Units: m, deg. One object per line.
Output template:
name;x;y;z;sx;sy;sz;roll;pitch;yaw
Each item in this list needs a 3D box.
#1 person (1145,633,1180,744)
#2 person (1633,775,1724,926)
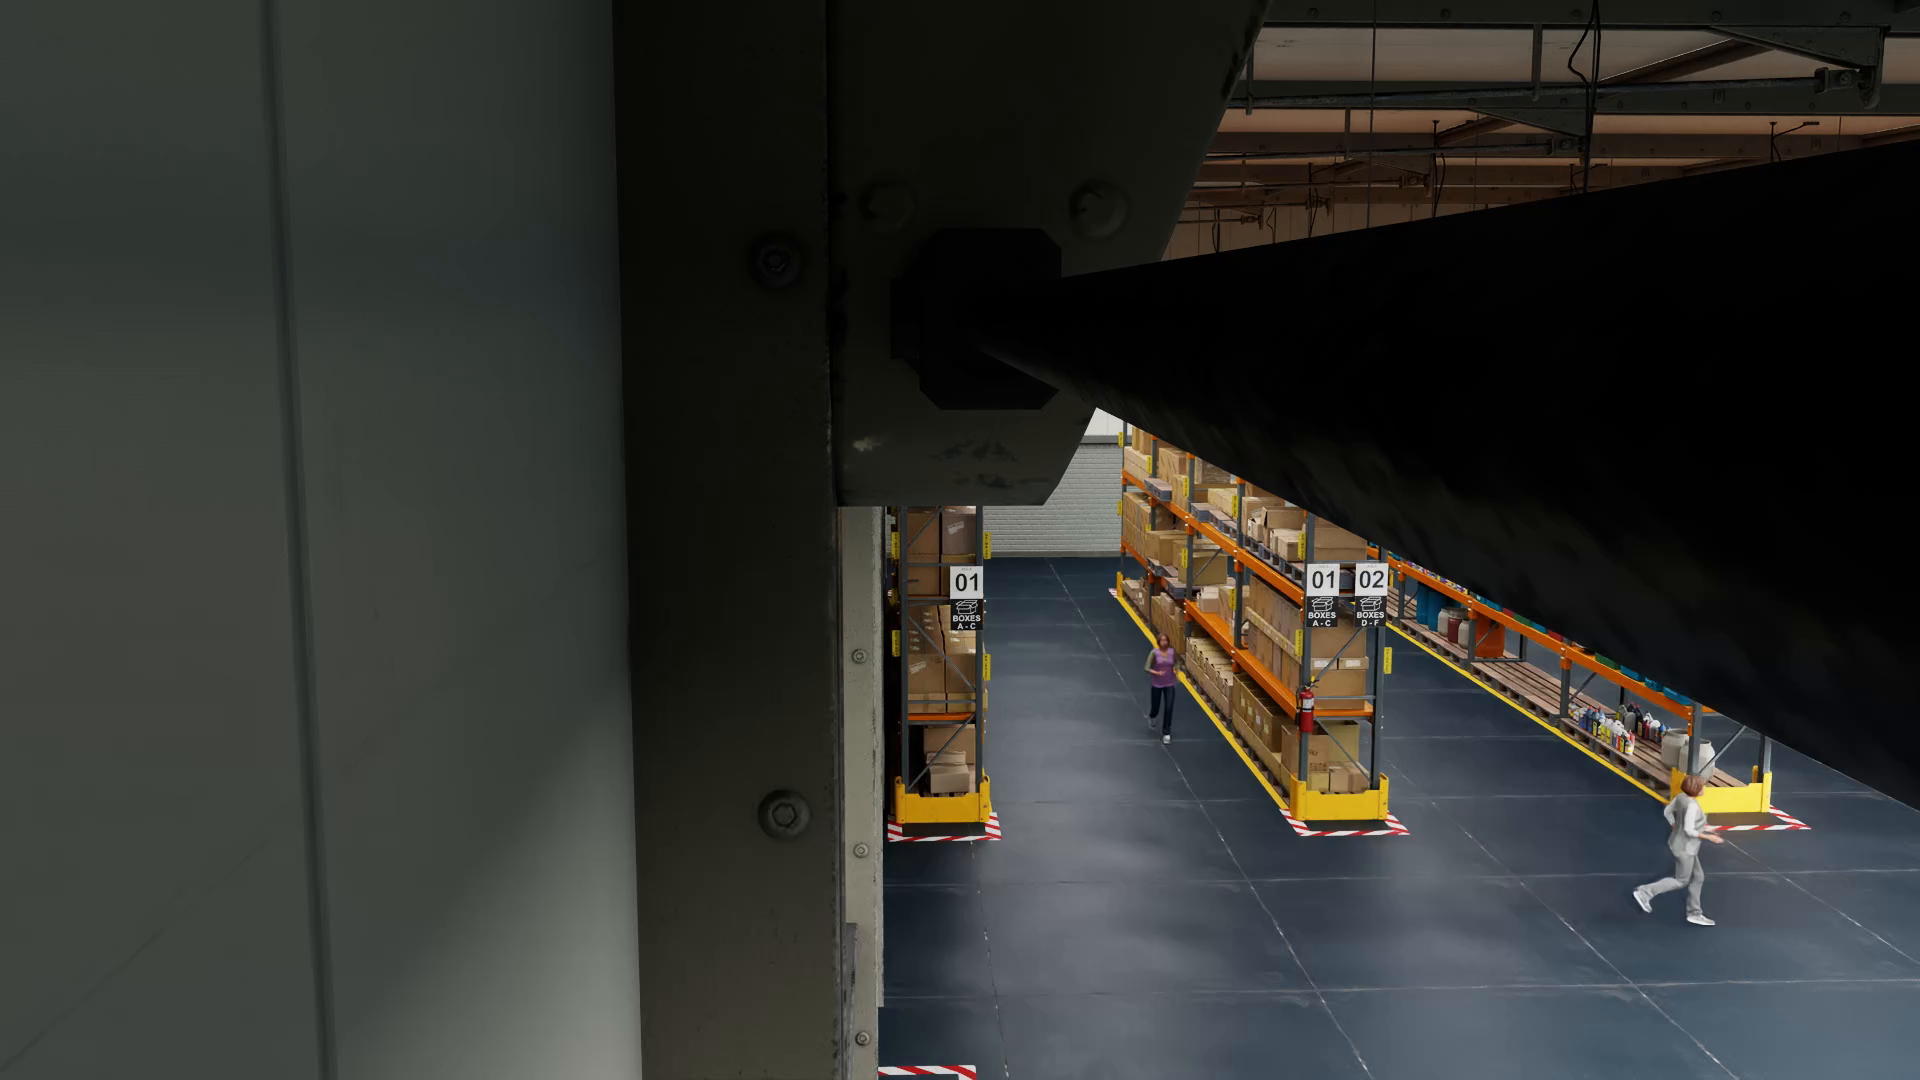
person;2.970;2.136;24.359;0.548;1.564;0.832;-1;8;-4
person;7.351;3.171;17.049;0.822;1.582;0.525;2;8;12
